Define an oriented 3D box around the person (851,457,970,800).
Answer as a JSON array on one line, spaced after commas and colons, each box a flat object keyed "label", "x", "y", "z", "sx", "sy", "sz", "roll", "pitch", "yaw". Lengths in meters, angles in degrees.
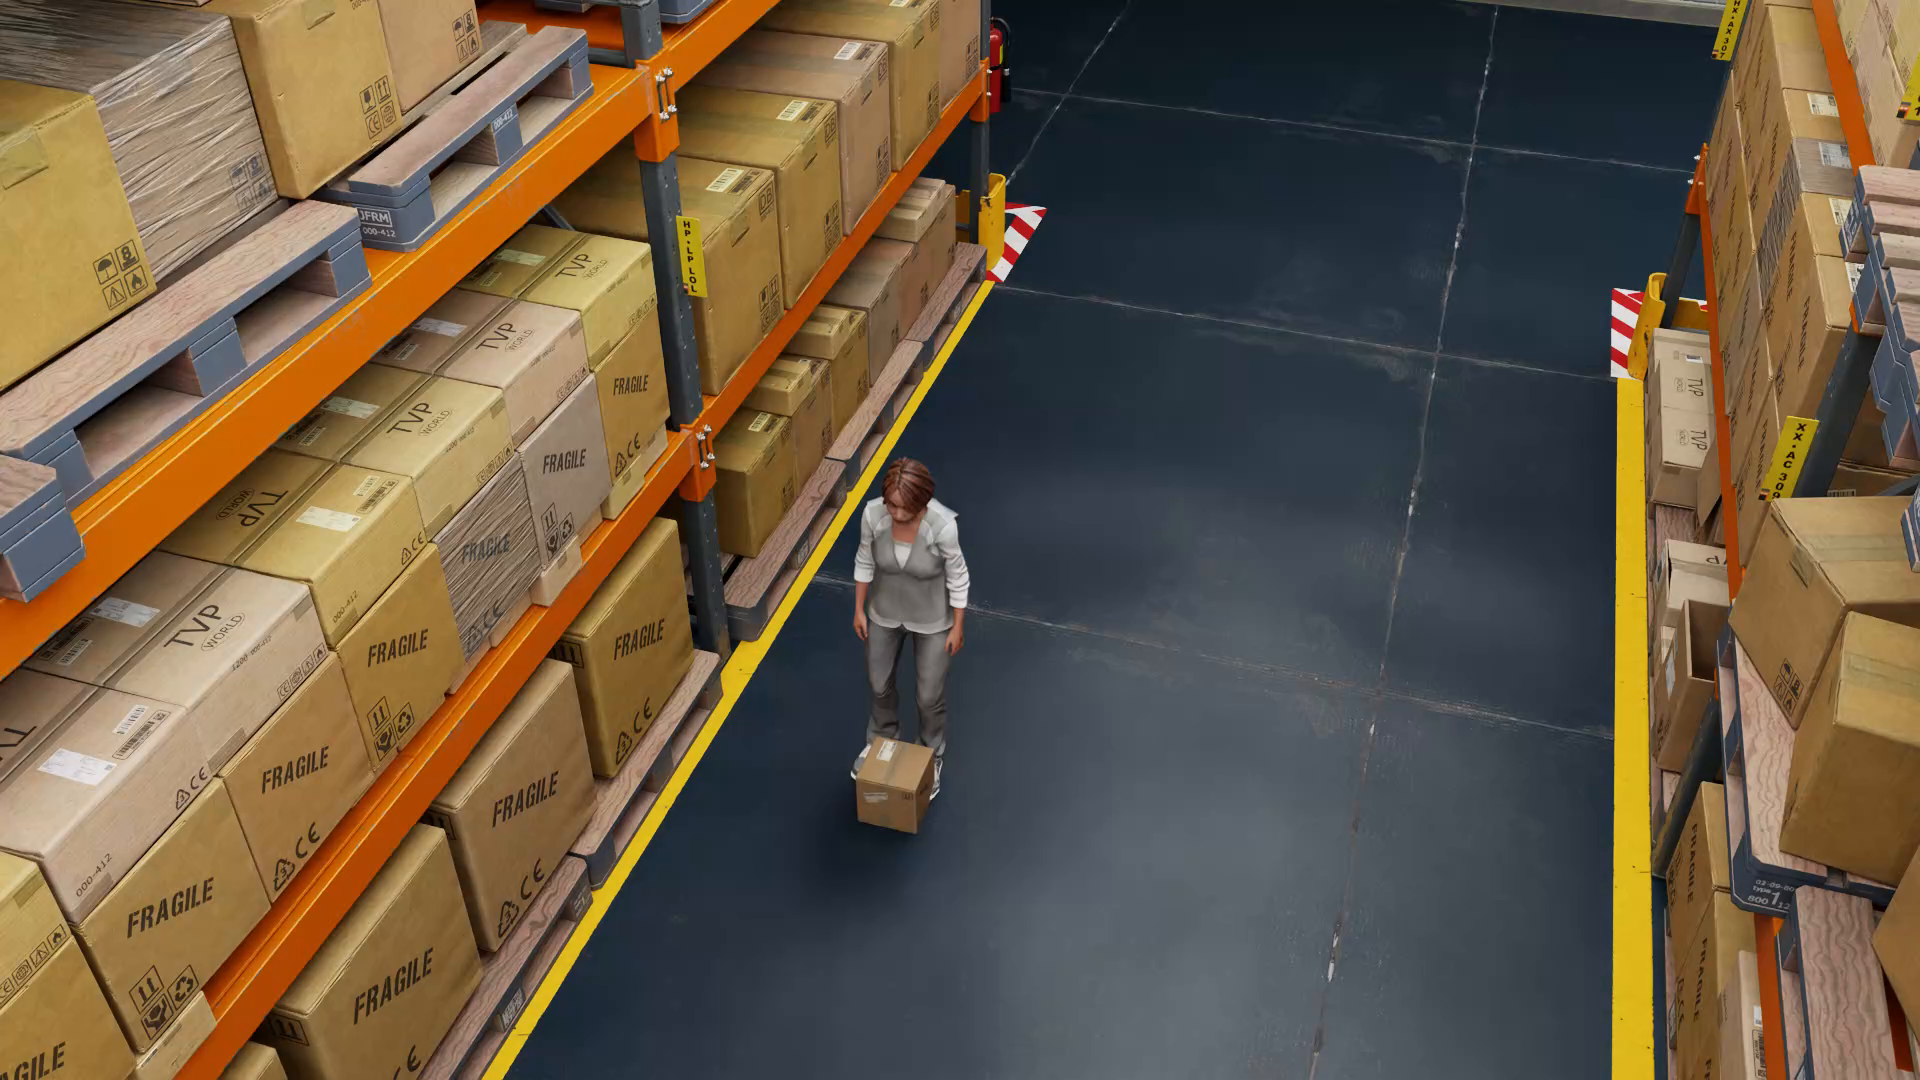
[{"label": "person", "x": -0.201, "y": 0.330, "z": 6.479, "sx": 0.466, "sy": 1.580, "sz": 0.376, "roll": 10, "pitch": 39, "yaw": 12}]
